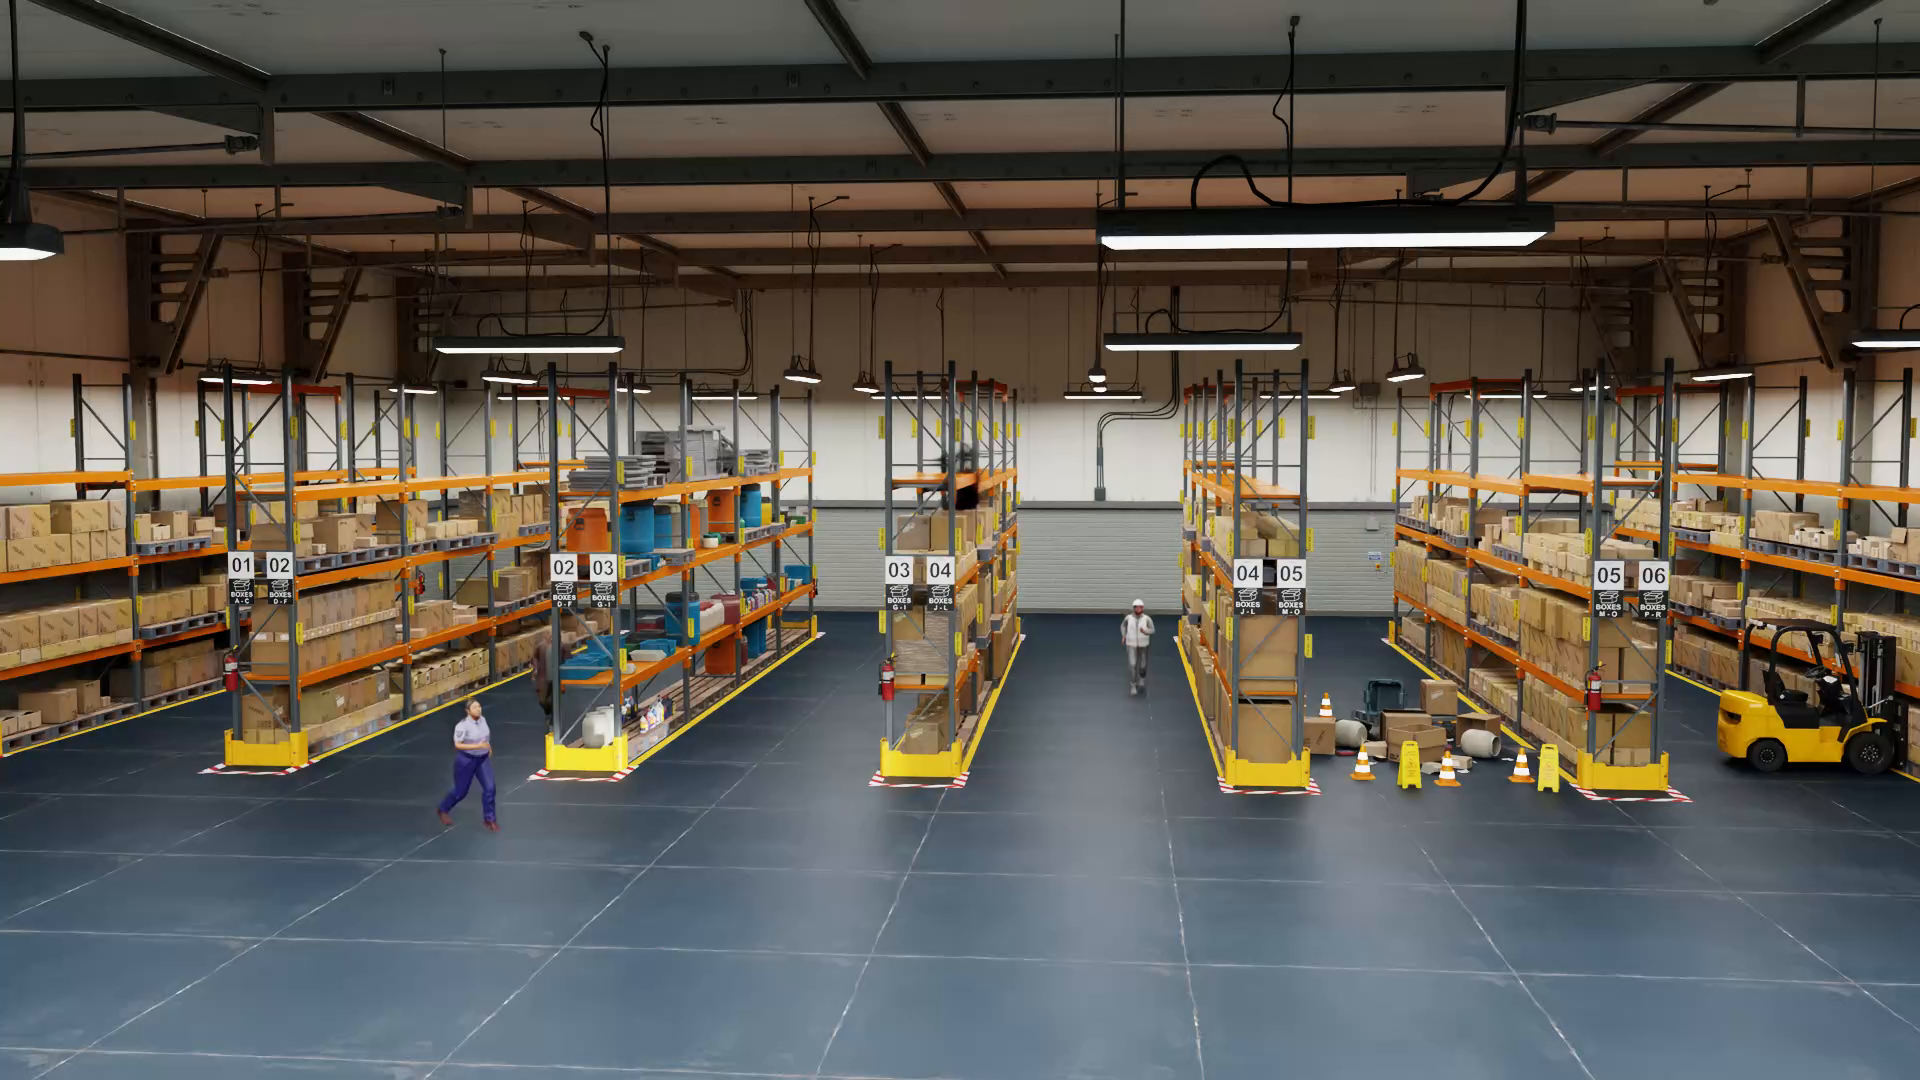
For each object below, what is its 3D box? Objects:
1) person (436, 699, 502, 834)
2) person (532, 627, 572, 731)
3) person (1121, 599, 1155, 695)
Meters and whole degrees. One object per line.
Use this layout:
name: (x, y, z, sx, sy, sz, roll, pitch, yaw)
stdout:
person: (-6.130, 2.819, 20.817, 0.922, 1.685, 0.613, 3, 5, 34)
person: (-6.805, 2.318, 27.643, 0.702, 1.738, 0.627, 0, 4, 0)
person: (3.386, 2.010, 31.685, 0.655, 1.763, 0.963, 0, 4, 6)
